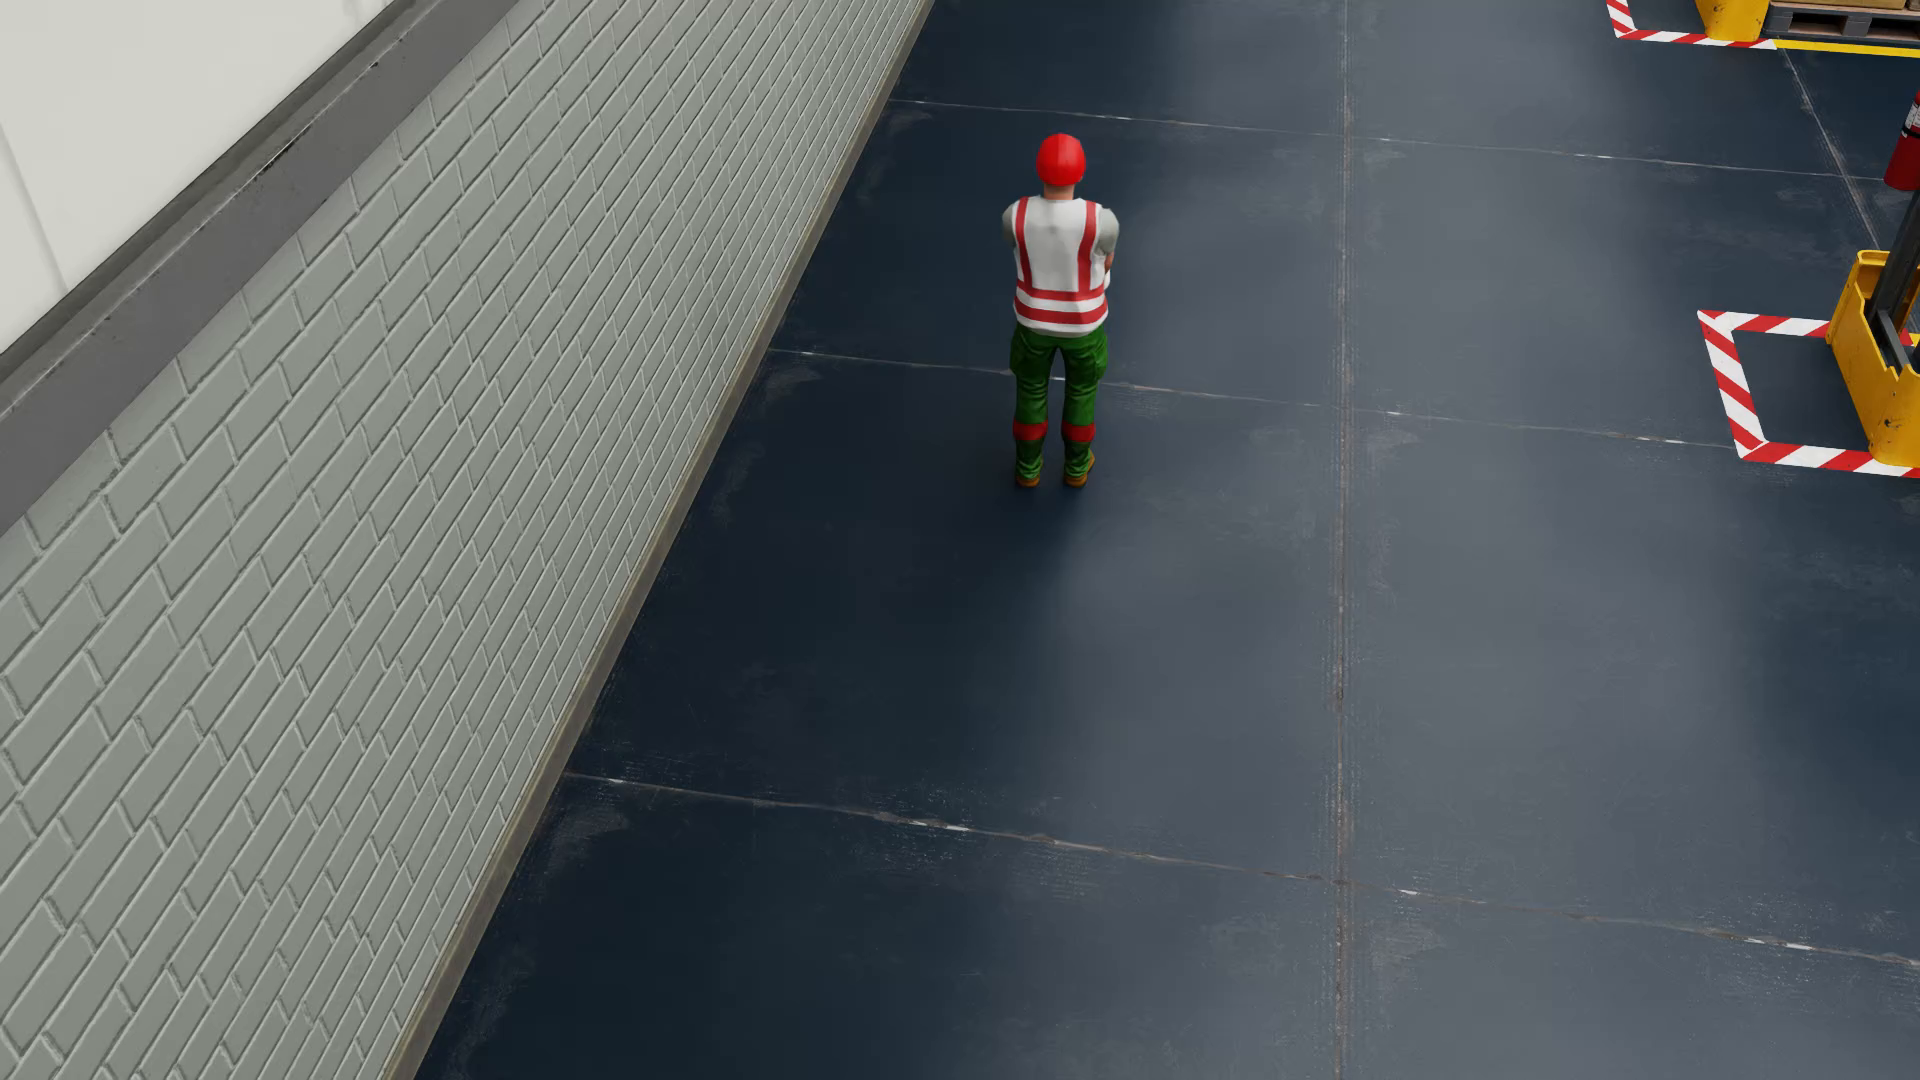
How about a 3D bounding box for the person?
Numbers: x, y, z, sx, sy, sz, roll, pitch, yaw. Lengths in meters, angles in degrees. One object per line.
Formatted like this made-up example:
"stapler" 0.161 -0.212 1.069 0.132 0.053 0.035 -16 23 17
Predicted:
"person" 0.445 -1.038 7.370 0.494 1.784 0.554 7 41 8
